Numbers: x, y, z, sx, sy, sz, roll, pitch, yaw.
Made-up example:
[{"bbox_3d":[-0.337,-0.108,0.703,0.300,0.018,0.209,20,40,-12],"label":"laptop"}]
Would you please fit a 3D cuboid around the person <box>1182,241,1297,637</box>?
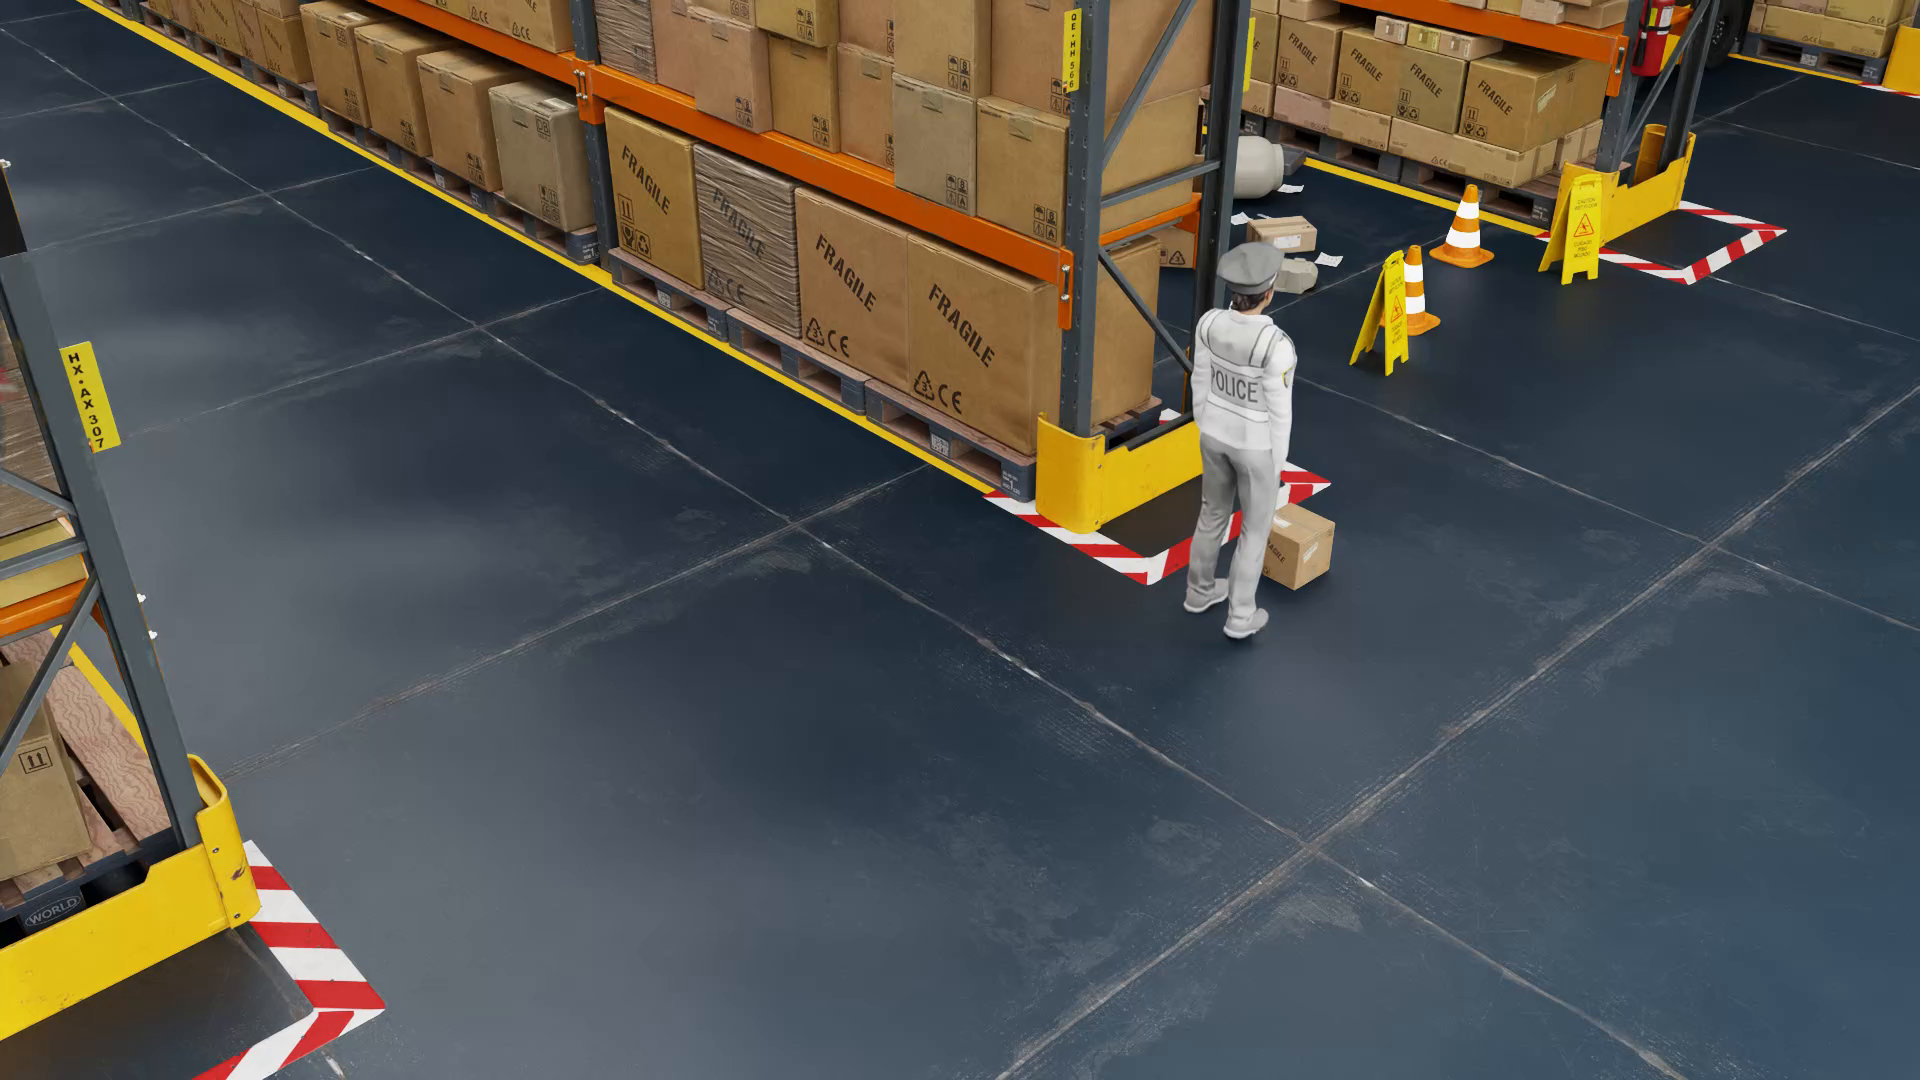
[{"bbox_3d":[1.141,-0.398,6.776,0.466,1.689,0.340,28,41,37],"label":"person"}]
